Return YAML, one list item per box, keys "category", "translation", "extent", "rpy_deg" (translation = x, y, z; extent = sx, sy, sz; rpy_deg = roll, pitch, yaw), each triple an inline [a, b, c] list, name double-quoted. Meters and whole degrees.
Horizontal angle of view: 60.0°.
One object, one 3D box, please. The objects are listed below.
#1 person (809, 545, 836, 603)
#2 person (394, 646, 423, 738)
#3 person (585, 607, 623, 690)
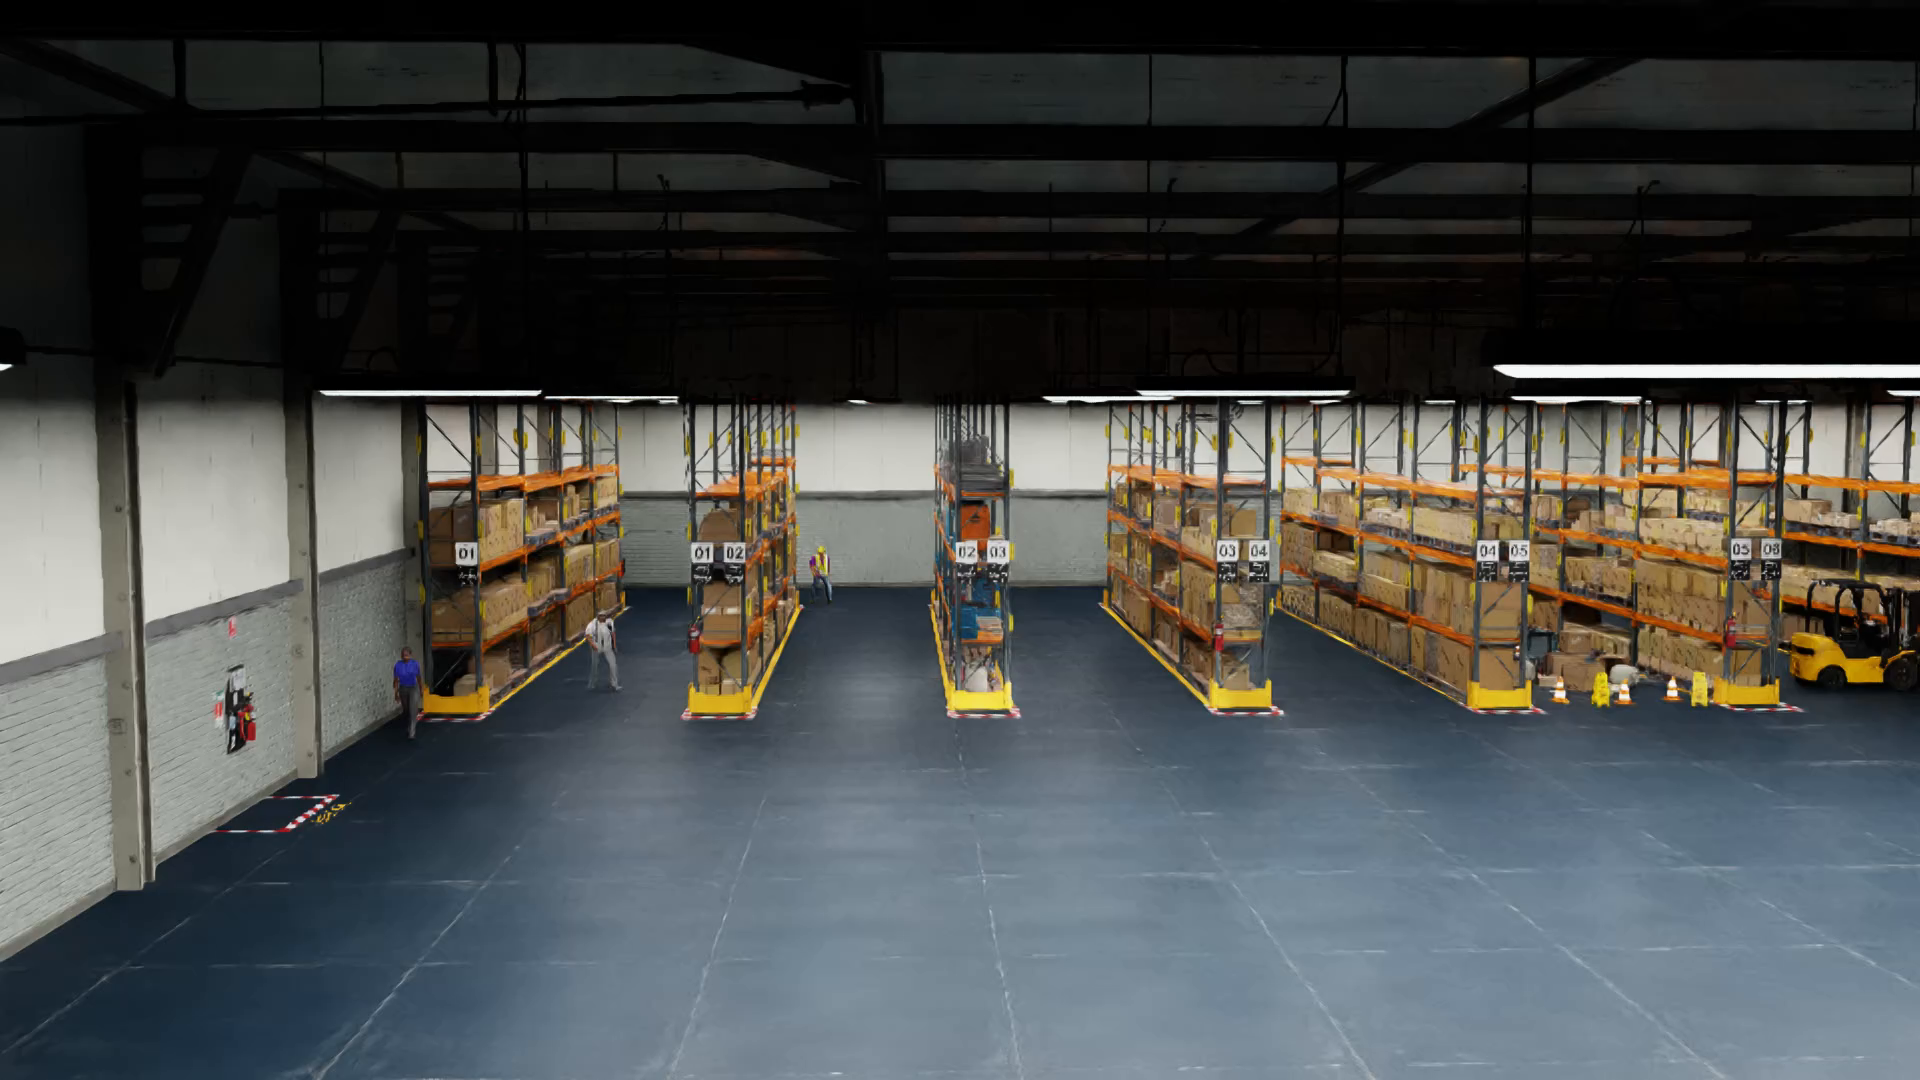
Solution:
- category: "person"
  translation: [-4.057, 0.994, 48.341]
  extent: [0.713, 1.698, 0.809]
  rpy_deg: [-2, 5, -21]
- category: "person"
  translation: [-9.585, 2.615, 28.849]
  extent: [0.450, 1.558, 1.089]
  rpy_deg: [0, 5, -5]
- category: "person"
  translation: [-7.234, 2.176, 33.623]
  extent: [0.700, 1.690, 0.863]
  rpy_deg: [-2, 5, -19]
